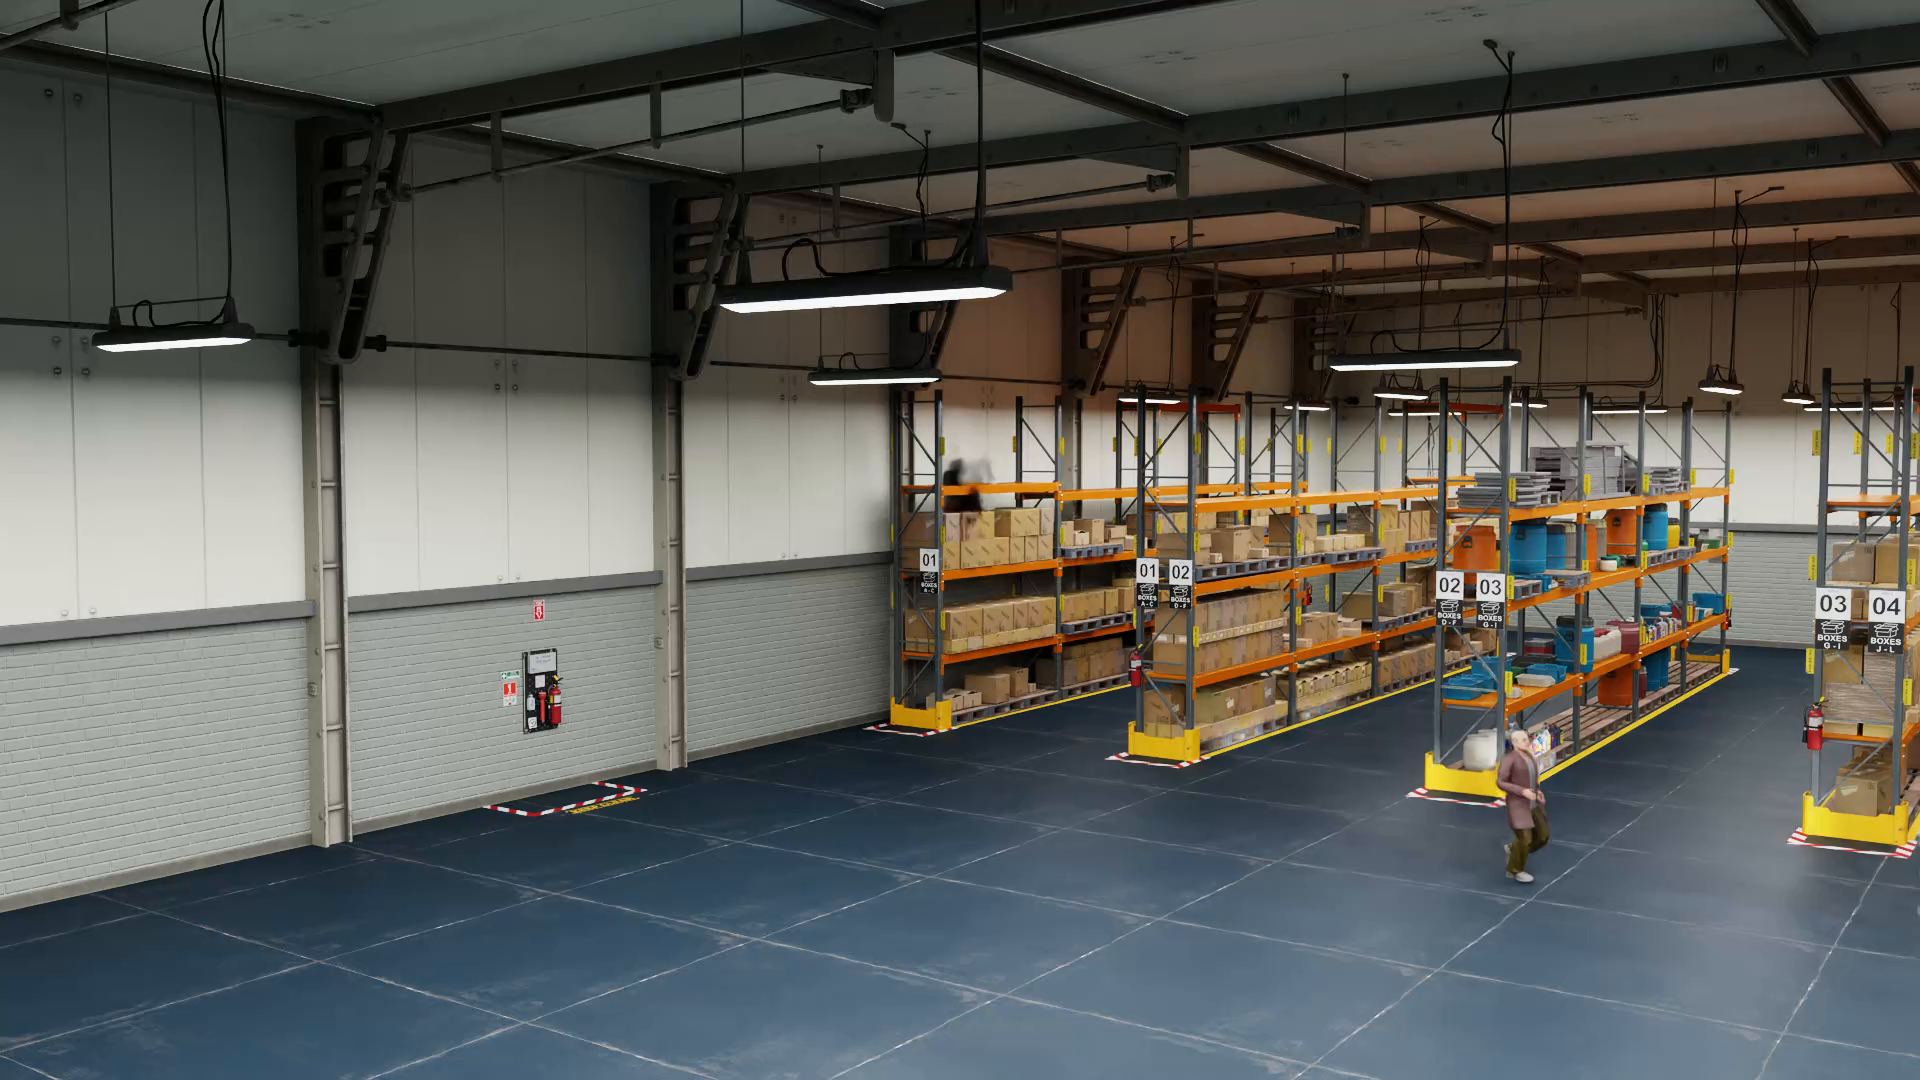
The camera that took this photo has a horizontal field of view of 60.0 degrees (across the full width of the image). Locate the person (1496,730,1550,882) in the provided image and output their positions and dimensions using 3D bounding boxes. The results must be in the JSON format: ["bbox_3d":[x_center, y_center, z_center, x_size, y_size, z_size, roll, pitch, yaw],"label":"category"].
[{"bbox_3d":[6.483,3.055,19.090,0.703,1.729,0.653,-2,4,-32],"label":"person"}]
